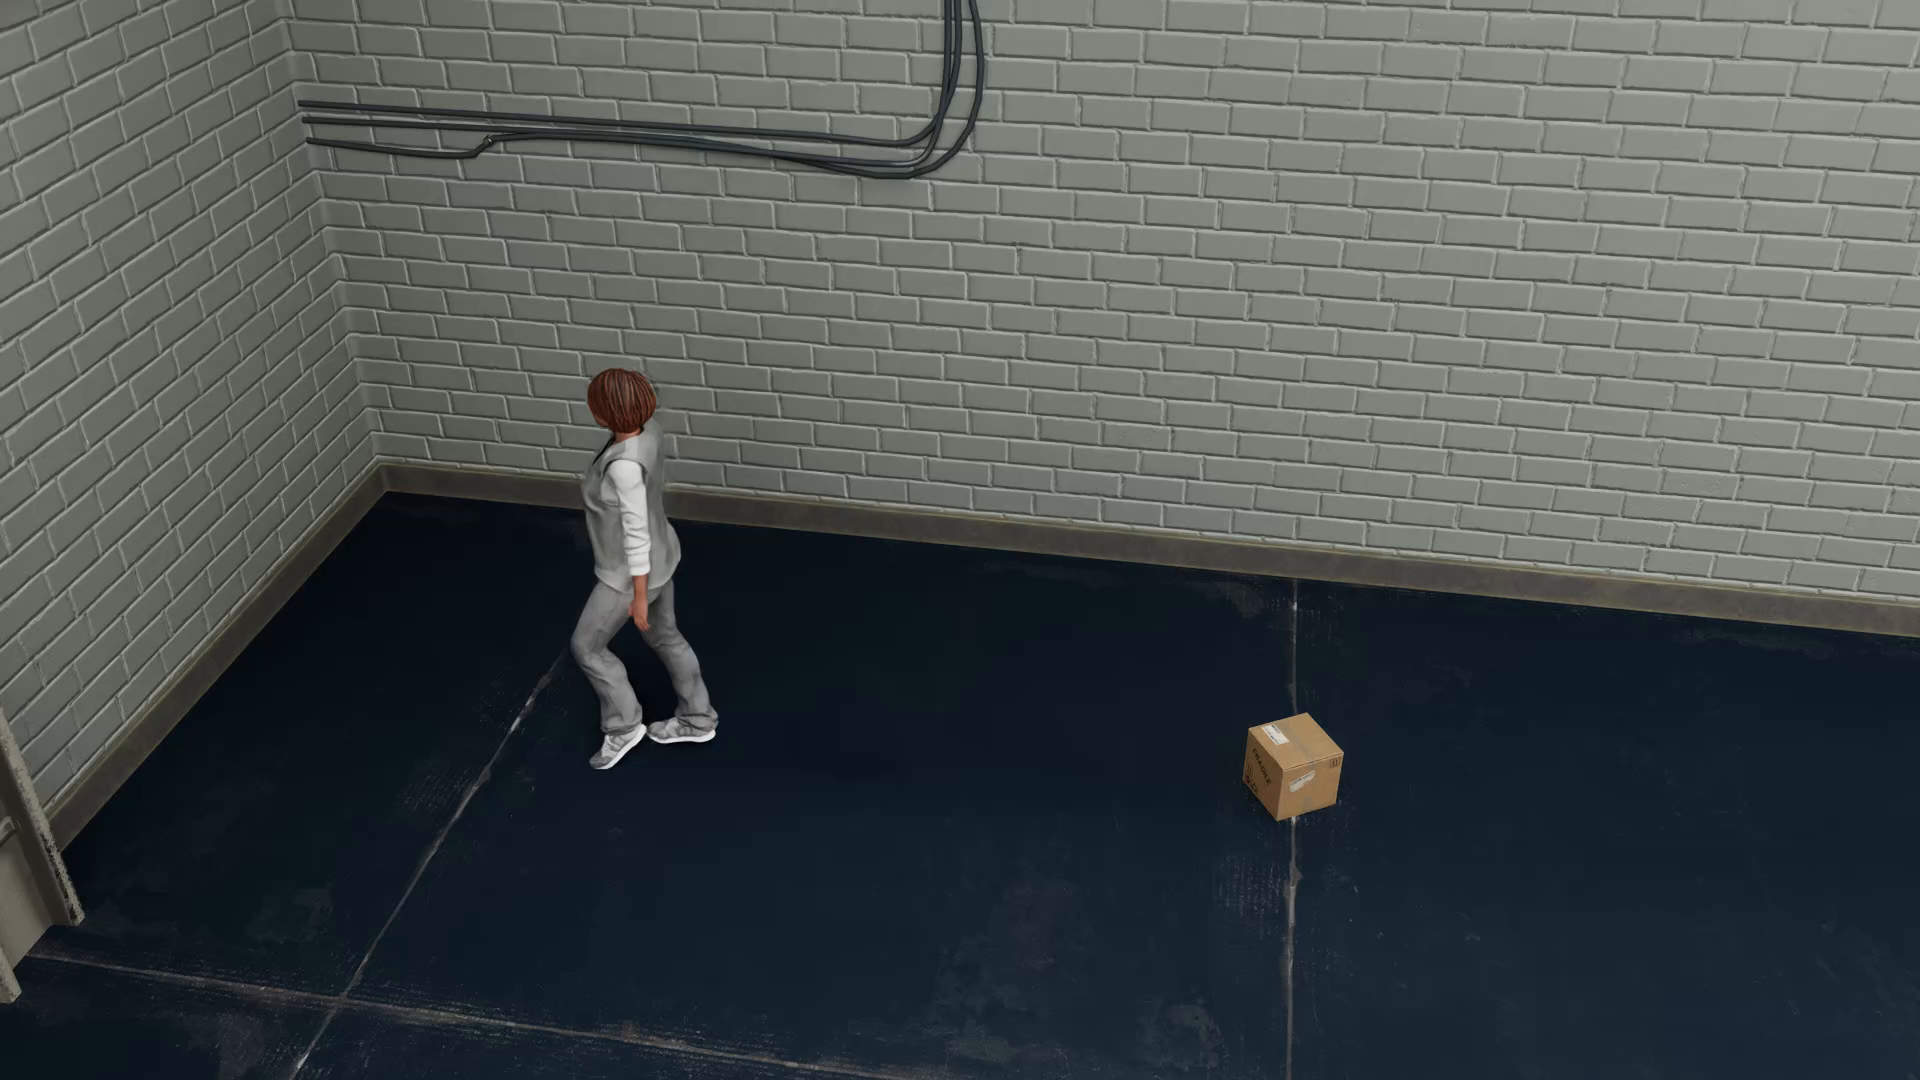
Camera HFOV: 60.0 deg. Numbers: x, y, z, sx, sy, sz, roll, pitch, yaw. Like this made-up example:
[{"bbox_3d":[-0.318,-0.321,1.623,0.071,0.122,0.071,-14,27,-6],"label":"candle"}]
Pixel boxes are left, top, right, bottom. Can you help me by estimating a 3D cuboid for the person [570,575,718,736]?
[{"bbox_3d":[-1.159,0.356,6.103,0.490,0.827,0.350,3,33,4],"label":"person"}]
